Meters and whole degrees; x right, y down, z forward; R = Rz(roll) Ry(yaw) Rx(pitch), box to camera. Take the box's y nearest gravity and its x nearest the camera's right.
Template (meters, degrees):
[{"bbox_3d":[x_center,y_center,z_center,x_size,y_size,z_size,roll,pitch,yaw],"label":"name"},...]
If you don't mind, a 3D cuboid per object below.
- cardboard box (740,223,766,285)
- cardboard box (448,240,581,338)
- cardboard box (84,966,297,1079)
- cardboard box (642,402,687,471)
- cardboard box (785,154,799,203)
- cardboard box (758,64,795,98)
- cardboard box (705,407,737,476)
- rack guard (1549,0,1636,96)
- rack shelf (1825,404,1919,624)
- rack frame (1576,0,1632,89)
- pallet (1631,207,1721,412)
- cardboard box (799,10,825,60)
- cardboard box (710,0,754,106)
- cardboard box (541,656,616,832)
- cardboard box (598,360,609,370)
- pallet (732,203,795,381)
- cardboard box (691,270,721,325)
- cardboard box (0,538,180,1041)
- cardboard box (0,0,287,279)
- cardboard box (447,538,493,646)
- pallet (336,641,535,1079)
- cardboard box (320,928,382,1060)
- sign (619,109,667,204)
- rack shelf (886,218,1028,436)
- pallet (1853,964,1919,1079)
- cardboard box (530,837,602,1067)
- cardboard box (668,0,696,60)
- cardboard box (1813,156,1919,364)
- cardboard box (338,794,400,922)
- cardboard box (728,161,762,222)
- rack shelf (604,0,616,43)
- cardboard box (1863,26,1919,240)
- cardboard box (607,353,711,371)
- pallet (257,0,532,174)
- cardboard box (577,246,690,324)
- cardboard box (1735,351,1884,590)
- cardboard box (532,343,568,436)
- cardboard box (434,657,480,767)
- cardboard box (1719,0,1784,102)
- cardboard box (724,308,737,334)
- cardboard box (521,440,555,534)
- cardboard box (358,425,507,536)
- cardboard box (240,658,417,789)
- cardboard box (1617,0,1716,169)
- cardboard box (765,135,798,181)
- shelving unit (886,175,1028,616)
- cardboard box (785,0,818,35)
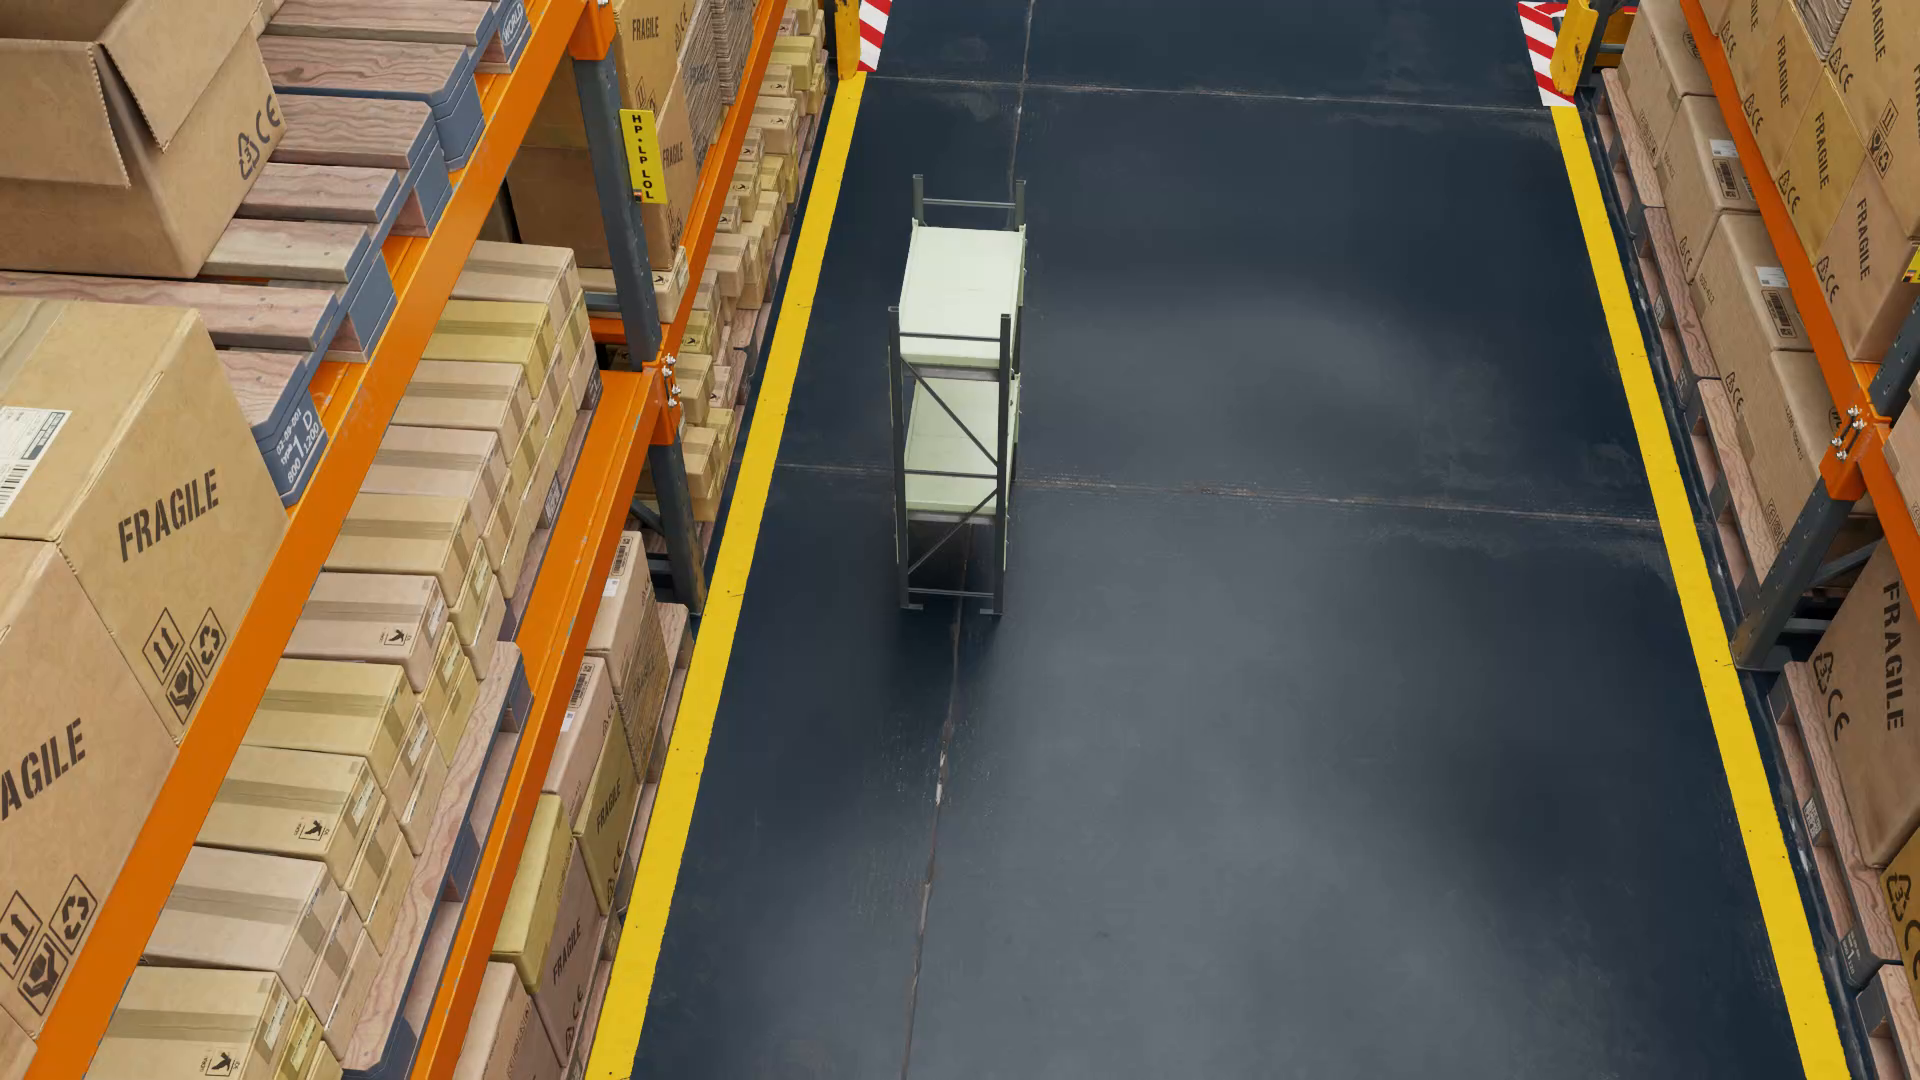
[{"bbox_3d":[-1.066,-1.267,7.322,0.380,0.149,0.250,4,48,3],"label":"cardboard box"},{"bbox_3d":[-1.342,-0.739,4.875,0.380,0.149,0.250,6,48,5],"label":"cardboard box"},{"bbox_3d":[-1.556,0.994,3.291,0.380,0.149,0.250,2,48,2],"label":"cardboard box"},{"bbox_3d":[-1.262,-0.409,6.335,0.380,0.149,0.250,6,48,5],"label":"cardboard box"},{"bbox_3d":[-0.978,-1.749,7.964,0.380,0.149,0.250,2,48,2],"label":"cardboard box"},{"bbox_3d":[-0.995,-2.137,7.916,0.380,0.149,0.250,2,48,2],"label":"cardboard box"},{"bbox_3d":[-1.122,-0.410,6.740,0.380,0.149,0.250,5,48,5],"label":"cardboard box"},{"bbox_3d":[3.806,-2.644,8.829,1.175,0.500,0.348,4,48,4],"label":"rack guard"},{"bbox_3d":[3.257,1.182,4.124,1.077,0.370,4.000,4,48,4],"label":"rack shelf"},{"bbox_3d":[3.804,-3.470,7.891,1.000,3.000,0.127,4,48,4],"label":"rack frame"},{"bbox_3d":[3.695,-1.042,7.560,1.003,0.211,1.213,4,48,4],"label":"pallet"},{"bbox_3d":[-0.899,-2.601,8.542,0.380,0.149,0.250,3,48,2],"label":"cardboard box"},{"bbox_3d":[-1.084,-2.002,6.279,0.500,0.500,0.500,3,48,3],"label":"cardboard box"},{"bbox_3d":[-1.376,0.601,5.069,0.500,0.250,0.500,6,48,5],"label":"cardboard box"},{"bbox_3d":[-1.591,-0.849,7.141,0.380,0.149,0.250,3,48,3],"label":"cardboard box"},{"bbox_3d":[-1.365,-1.243,7.744,1.003,0.211,1.213,4,48,4],"label":"pallet"},{"bbox_3d":[-1.203,-0.990,6.866,0.380,0.149,0.250,3,48,3],"label":"cardboard box"},{"bbox_3d":[-1.509,0.334,2.311,0.500,0.500,0.500,4,48,4],"label":"cardboard box"},{"bbox_3d":[-1.771,-0.852,3.109,0.797,0.503,0.637,3,48,3],"label":"cardboard box"},{"bbox_3d":[-1.433,0.127,4.285,0.380,0.149,0.250,2,48,2],"label":"cardboard box"},{"bbox_3d":[-1.724,0.757,4.154,1.003,0.211,1.213,4,48,4],"label":"pallet"},{"bbox_3d":[-1.529,0.988,3.699,0.380,0.149,0.250,5,48,5],"label":"cardboard box"},{"bbox_3d":[-0.946,-1.145,4.980,0.100,0.325,0.005,4,48,4],"label":"sign"},{"bbox_3d":[-0.001,-0.765,5.904,0.431,0.370,0.720,4,48,4],"label":"rack shelf"},{"bbox_3d":[3.335,1.882,4.886,1.003,0.211,1.213,4,48,4],"label":"pallet"},{"bbox_3d":[-1.414,1.227,5.004,0.500,0.500,0.500,3,48,3],"label":"cardboard box"},{"bbox_3d":[-1.184,-1.958,5.561,0.500,0.500,0.500,3,48,2],"label":"cardboard box"},{"bbox_3d":[3.227,-0.922,5.493,0.500,0.500,0.500,4,48,4],"label":"cardboard box"},{"bbox_3d":[-1.504,0.705,3.757,0.380,0.149,0.250,3,48,3],"label":"cardboard box"},{"bbox_3d":[-1.094,-1.555,7.384,0.380,0.149,0.250,4,48,4],"label":"cardboard box"},{"bbox_3d":[-1.317,-3.028,5.942,1.077,0.370,4.000,4,48,4],"label":"rack shelf"},{"bbox_3d":[3.207,-1.267,5.131,0.500,0.500,0.500,4,48,3],"label":"cardboard box"},{"bbox_3d":[-1.228,-0.687,6.792,0.380,0.149,0.250,4,48,3],"label":"cardboard box"},{"bbox_3d":[-1.662,-1.292,3.993,1.213,0.211,1.003,4,48,4],"label":"pallet"},{"bbox_3d":[-1.148,-0.891,5.702,0.380,0.149,0.250,5,48,5],"label":"cardboard box"},{"bbox_3d":[3.603,-0.262,6.408,0.875,0.438,0.875,3,48,3],"label":"cardboard box"},{"bbox_3d":[-1.362,-0.447,4.810,0.380,0.149,0.250,4,48,4],"label":"cardboard box"},{"bbox_3d":[-1.454,0.417,4.222,0.380,0.149,0.250,6,48,5],"label":"cardboard box"},{"bbox_3d":[3.362,-2.055,6.529,0.500,0.500,0.500,5,48,5],"label":"cardboard box"},{"bbox_3d":[-1.188,-0.986,7.267,0.380,0.149,0.250,2,48,2],"label":"cardboard box"},{"bbox_3d":[-1.386,-0.167,4.756,0.380,0.149,0.250,4,48,3],"label":"cardboard box"},{"bbox_3d":[-1.414,-0.159,4.345,0.380,0.149,0.250,4,48,3],"label":"cardboard box"},{"bbox_3d":[-1.484,0.417,3.818,0.380,0.149,0.250,3,48,3],"label":"cardboard box"},{"bbox_3d":[3.843,-2.255,8.232,0.875,0.438,0.875,2,48,2],"label":"cardboard box"},{"bbox_3d":[-0.979,-1.838,7.844,0.380,0.149,0.250,5,48,4],"label":"cardboard box"},{"bbox_3d":[-0.001,-0.501,6.192,0.431,1.500,0.755,4,48,4],"label":"shelving unit"},{"bbox_3d":[-0.931,-2.703,8.434,0.380,0.149,0.250,4,48,4],"label":"cardboard box"}]
